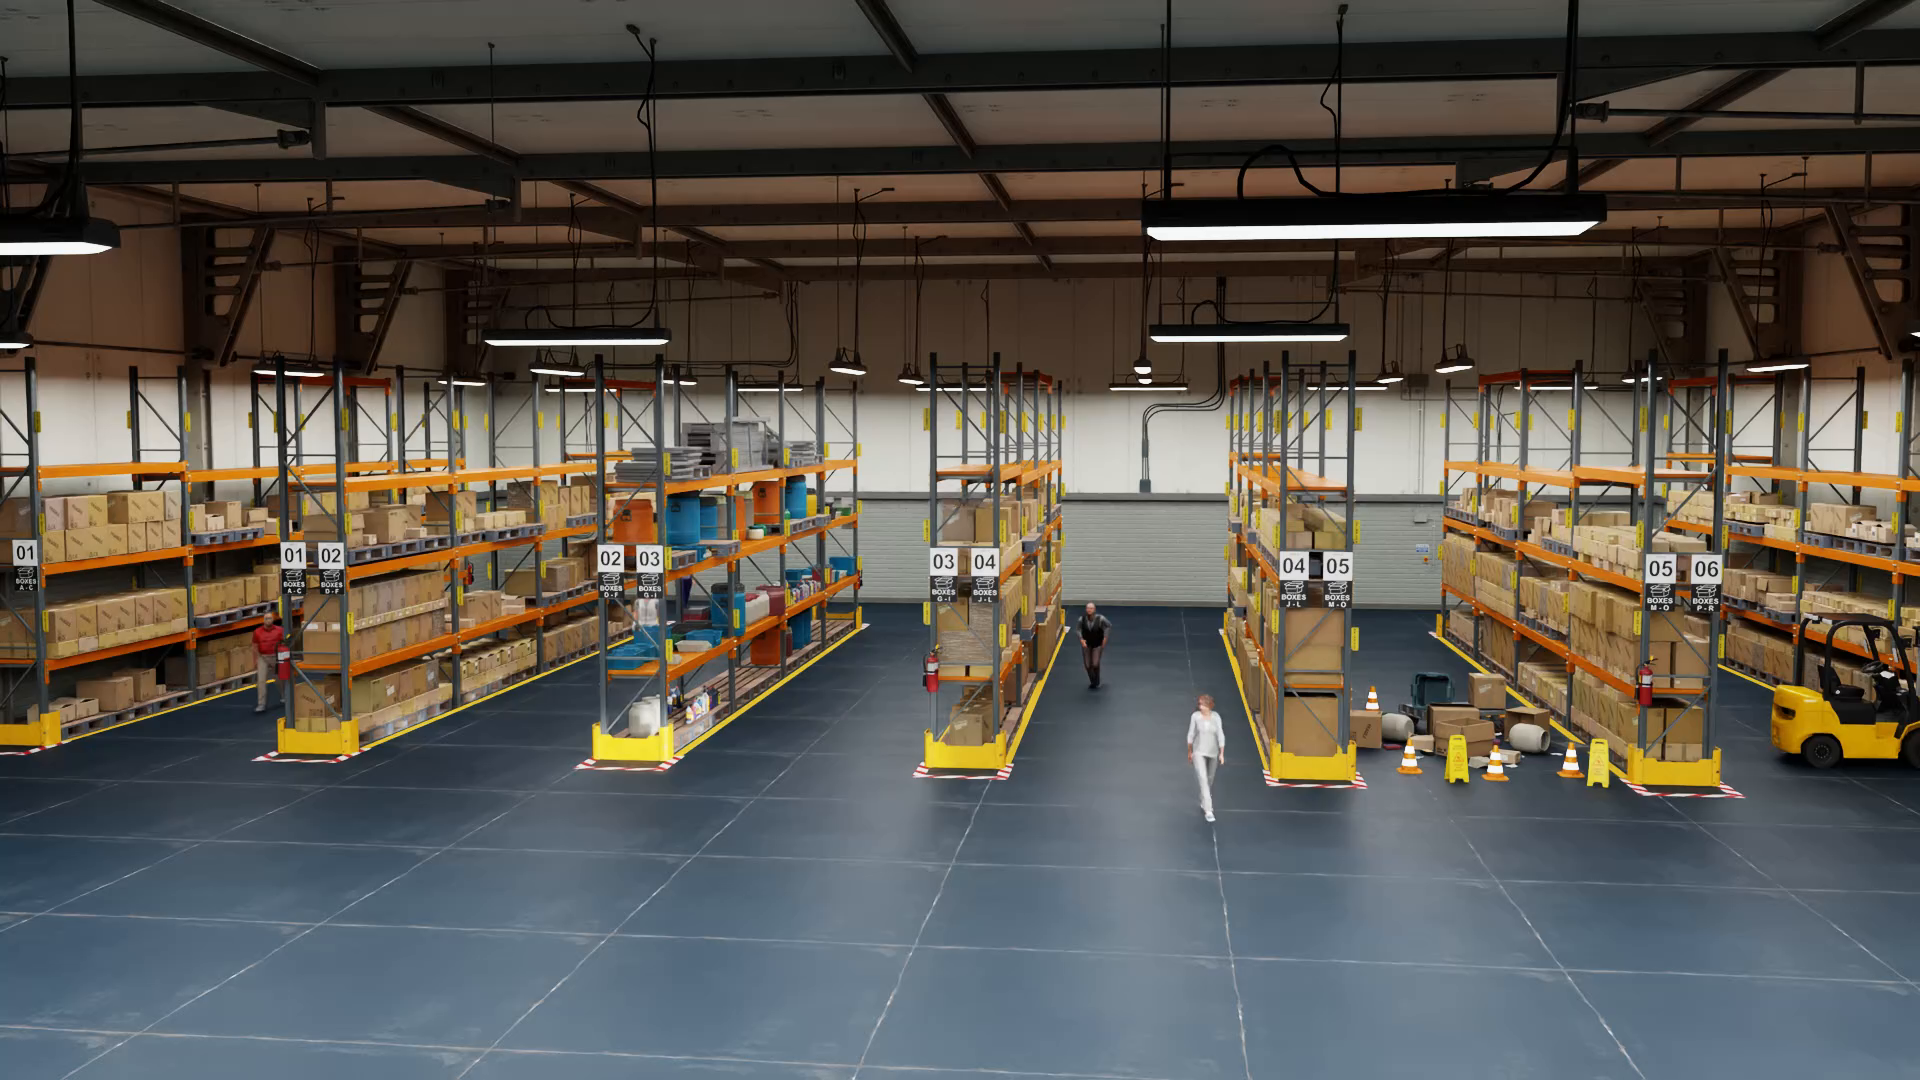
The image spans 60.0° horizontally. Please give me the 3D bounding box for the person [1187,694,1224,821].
[{"bbox_3d":[3.111,2.723,20.994,0.444,1.553,0.914,0,4,0],"label":"person"}]

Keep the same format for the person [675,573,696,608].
[{"bbox_3d":[-7.167,1.116,43.401,0.509,1.587,1.040,-2,4,-26],"label":"person"}]

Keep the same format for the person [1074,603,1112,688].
[{"bbox_3d":[2.499,1.977,31.142,0.690,1.636,0.783,1,4,16],"label":"person"}]

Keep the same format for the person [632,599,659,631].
[{"bbox_3d":[-6.376,1.739,33.779,0.525,1.732,1.099,0,4,5],"label":"person"}]

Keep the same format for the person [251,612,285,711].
[{"bbox_3d":[-12.017,2.092,28.992,0.641,1.674,1.024,-1,4,-9],"label":"person"}]
